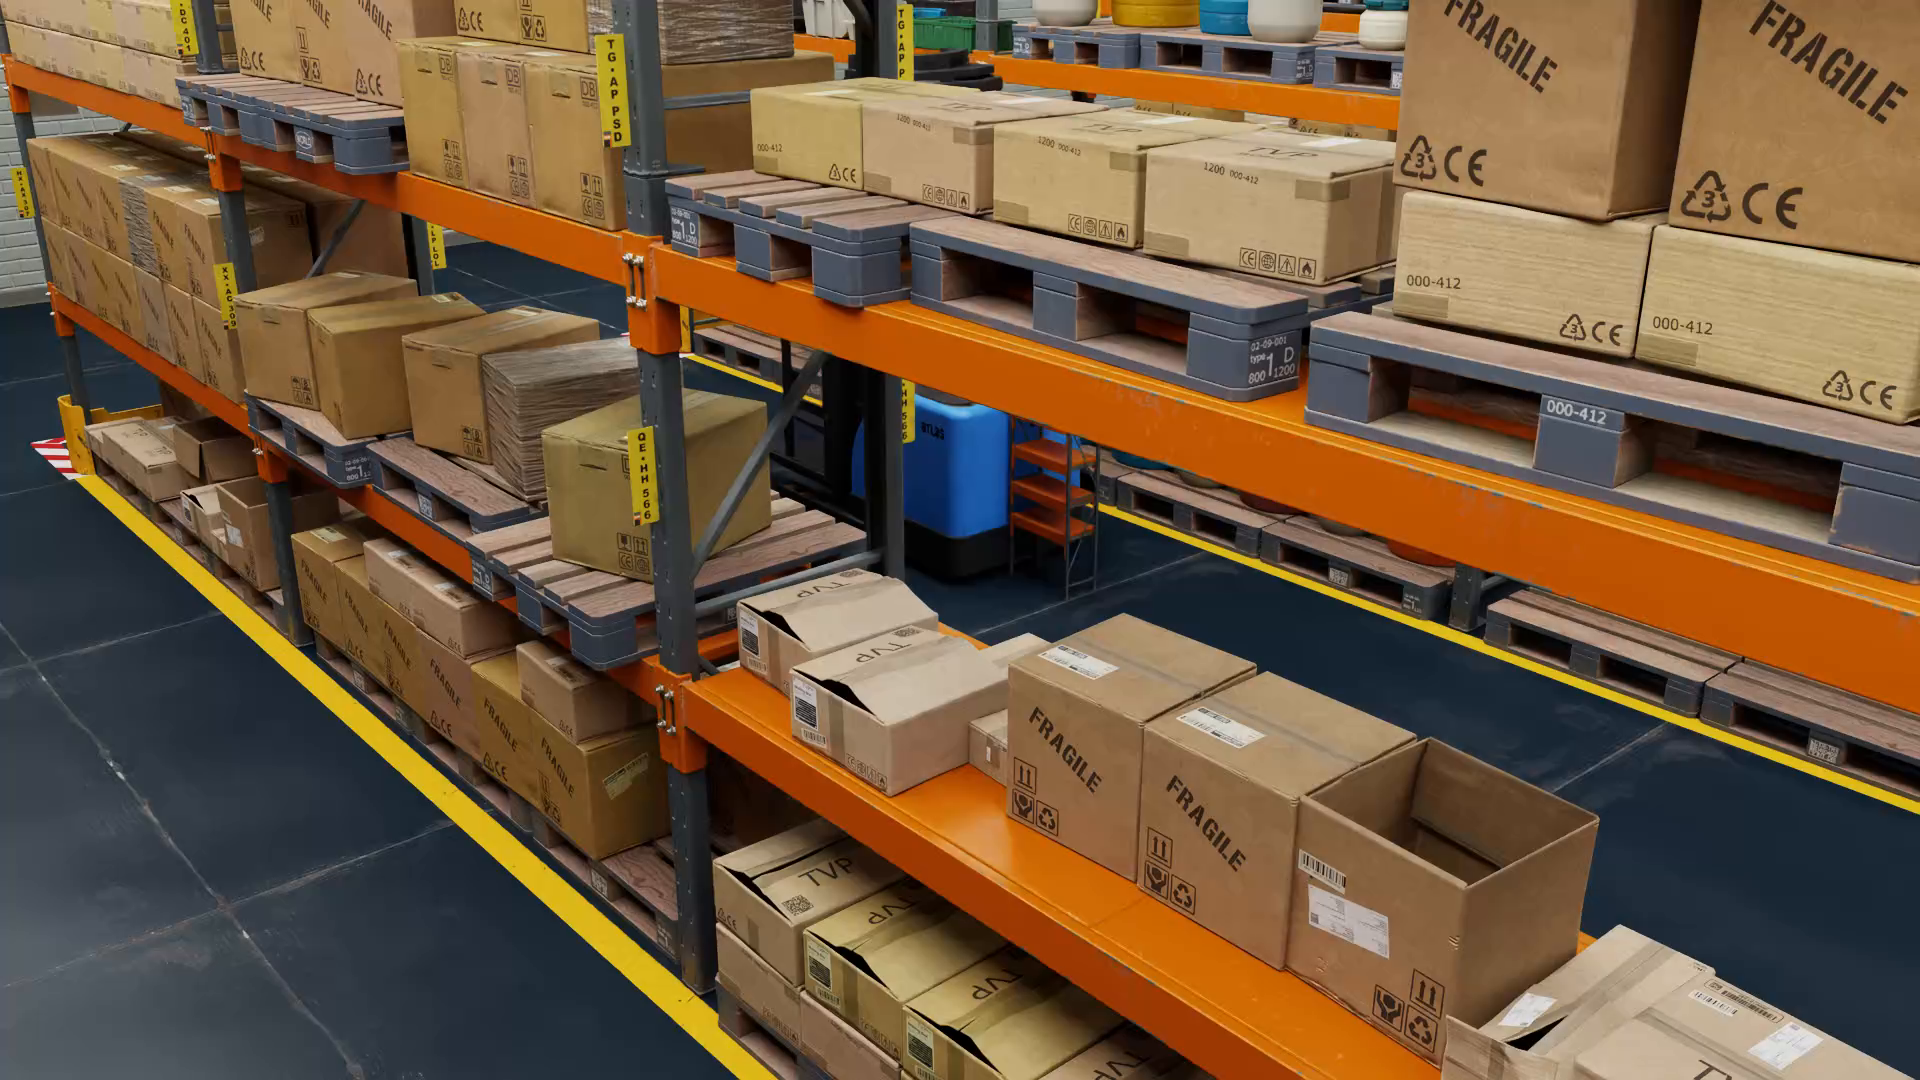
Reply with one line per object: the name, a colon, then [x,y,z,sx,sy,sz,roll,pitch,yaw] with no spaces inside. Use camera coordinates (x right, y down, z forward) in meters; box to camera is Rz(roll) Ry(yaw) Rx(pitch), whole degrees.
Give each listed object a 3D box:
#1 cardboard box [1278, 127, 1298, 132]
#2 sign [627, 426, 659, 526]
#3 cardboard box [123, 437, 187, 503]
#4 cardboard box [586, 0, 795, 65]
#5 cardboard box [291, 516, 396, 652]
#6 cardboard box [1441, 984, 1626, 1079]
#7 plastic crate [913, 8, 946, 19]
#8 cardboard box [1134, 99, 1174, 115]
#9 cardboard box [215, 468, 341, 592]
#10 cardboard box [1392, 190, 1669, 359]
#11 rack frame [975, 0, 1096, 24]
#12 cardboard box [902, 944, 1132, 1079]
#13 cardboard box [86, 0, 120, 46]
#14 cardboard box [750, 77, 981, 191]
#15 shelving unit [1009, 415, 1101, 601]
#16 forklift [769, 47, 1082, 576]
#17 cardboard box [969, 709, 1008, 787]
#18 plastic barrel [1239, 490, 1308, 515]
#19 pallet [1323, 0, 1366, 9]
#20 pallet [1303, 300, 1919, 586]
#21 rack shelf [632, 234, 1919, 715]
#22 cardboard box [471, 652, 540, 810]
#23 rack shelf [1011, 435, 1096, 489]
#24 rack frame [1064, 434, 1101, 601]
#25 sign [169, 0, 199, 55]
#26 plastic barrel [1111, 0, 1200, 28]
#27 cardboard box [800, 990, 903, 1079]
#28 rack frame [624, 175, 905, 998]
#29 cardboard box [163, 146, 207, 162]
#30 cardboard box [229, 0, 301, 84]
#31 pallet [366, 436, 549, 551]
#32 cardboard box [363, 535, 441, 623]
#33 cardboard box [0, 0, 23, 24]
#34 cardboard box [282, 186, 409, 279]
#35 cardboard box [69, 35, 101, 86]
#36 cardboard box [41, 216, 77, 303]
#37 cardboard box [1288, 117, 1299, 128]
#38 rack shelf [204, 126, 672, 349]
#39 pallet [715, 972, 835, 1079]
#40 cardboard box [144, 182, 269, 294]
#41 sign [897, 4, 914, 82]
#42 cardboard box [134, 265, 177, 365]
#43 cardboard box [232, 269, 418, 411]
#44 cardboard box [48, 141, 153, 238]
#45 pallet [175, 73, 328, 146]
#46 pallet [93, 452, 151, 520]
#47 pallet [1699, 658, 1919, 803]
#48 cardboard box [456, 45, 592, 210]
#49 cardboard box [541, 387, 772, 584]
cardboard box: [3.112,-3.710,15.642,0.500,0.250,0.500,-17,27,-36]
sign: [-1.029,-0.207,5.421,0.100,0.325,0.005,-17,27,-37]
cardboard box: [-5.053,-0.477,10.757,0.500,0.250,0.500,-17,27,-37]
cardboard box: [-0.904,-1.867,5.518,0.500,0.500,0.500,-17,27,-37]
cardboard box: [-3.104,0.209,8.662,0.500,0.500,0.500,-19,28,-40]
cardboard box: [1.274,1.132,3.665,0.396,0.266,0.258,-18,28,-39]
plastic crate: [-0.316,-3.614,11.715,0.416,0.233,0.300,-17,27,-37]
cardboard box: [2.097,-4.487,16.596,0.500,0.500,0.500,-18,28,-39]
cardboard box: [-3.822,-0.073,9.380,0.500,0.500,0.500,-17,27,-37]
cardboard box: [1.232,-0.577,3.362,0.500,0.250,0.500,19,28,40]
rack frame: [0.520,-4.913,10.689,1.000,3.000,0.127,-17,27,-37]
cardboard box: [0.176,1.486,5.002,0.500,0.311,0.500,-18,28,-39]
cardboard box: [-4.406,-2.849,9.051,0.500,0.250,0.500,-17,27,-37]
cardboard box: [-0.285,-1.247,5.072,0.500,0.250,0.500,20,29,41]
shelving unit: [0.544,-0.305,9.618,0.258,1.200,0.503,-16,27,-36]
forklift: [-0.562,-1.620,10.601,1.130,2.935,3.031,-16,27,-36]
cardboard box: [0.251,0.619,5.134,0.380,0.149,0.250,-15,26,-34]
plastic barrel: [2.062,-0.531,10.456,0.600,0.588,0.708,-17,27,-37]
pallet: [3.746,-4.883,14.846,1.003,0.211,1.213,-17,27,-37]
pallet: [1.402,-0.280,3.234,0.805,0.209,1.217,-19,28,-39]
rack shelf: [0.682,-0.346,4.127,1.077,0.370,4.000,-17,27,-37]
cardboard box: [-1.750,0.777,7.212,0.500,0.500,0.500,-19,28,-39]
rack shelf: [0.544,-0.451,9.560,0.258,0.148,0.480,-16,27,-36]
rack frame: [0.696,-0.236,9.440,0.240,1.200,0.015,-16,27,-36]
sign: [-3.641,-2.448,7.799,0.100,0.325,0.005,-17,27,-37]
plastic barrel: [1.270,-3.596,10.605,0.600,0.588,0.600,0,21,0]
cardboard box: [-0.176,1.601,5.477,0.500,0.250,0.500,-18,28,-39]
rack frame: [-0.624,0.163,5.954,1.000,3.000,0.127,-17,27,-37]
cardboard box: [-4.675,-2.220,10.531,0.500,0.500,0.500,-17,27,-36]
cardboard box: [-2.962,-2.470,7.715,0.600,0.600,0.600,19,28,40]
pallet: [-1.897,-0.283,7.358,1.003,0.211,1.213,-17,27,-37]
cardboard box: [-2.451,0.136,7.819,0.500,0.250,0.500,-17,27,-37]
cardboard box: [-5.708,-3.403,10.465,0.500,0.250,0.500,-17,27,-37]
cardboard box: [-3.329,-1.651,9.078,0.500,0.500,0.500,-17,27,-36]
cardboard box: [-4.728,-2.756,9.499,0.500,0.250,0.500,-17,27,-37]
cardboard box: [-5.756,-1.908,11.105,0.500,0.500,0.500,-17,27,-36]
cardboard box: [3.495,-4.191,15.840,0.500,0.500,0.500,-19,28,-39]
rack shelf: [-1.929,-1.451,6.949,1.077,0.370,4.000,-17,27,-37]
pallet: [-0.116,1.699,5.858,1.003,0.211,1.213,-17,27,-37]
cardboard box: [-4.097,-1.673,9.134,0.500,0.500,0.500,-18,28,-38]
sign: [-0.198,-1.641,5.630,0.100,0.325,0.005,-17,27,-37]
cardboard box: [-4.430,-1.349,9.678,0.500,0.500,0.500,-17,27,-36]
cardboard box: [-3.095,-1.000,8.210,0.500,0.500,0.700,12,24,28]
cardboard box: [-5.409,-2.231,10.559,0.500,0.500,0.500,-17,27,-37]
pallet: [-2.862,-2.054,7.760,1.213,0.211,1.003,-17,27,-37]
pallet: [-5.275,-0.507,11.490,1.003,0.211,1.213,-17,27,-37]
pallet: [4.400,0.844,8.040,1.003,0.211,1.213,-17,27,-37]
cardboard box: [-1.267,-1.533,6.035,0.910,0.500,0.500,-17,27,-37]
cardboard box: [-1.120,-0.226,6.235,0.500,0.500,0.700,12,24,28]
